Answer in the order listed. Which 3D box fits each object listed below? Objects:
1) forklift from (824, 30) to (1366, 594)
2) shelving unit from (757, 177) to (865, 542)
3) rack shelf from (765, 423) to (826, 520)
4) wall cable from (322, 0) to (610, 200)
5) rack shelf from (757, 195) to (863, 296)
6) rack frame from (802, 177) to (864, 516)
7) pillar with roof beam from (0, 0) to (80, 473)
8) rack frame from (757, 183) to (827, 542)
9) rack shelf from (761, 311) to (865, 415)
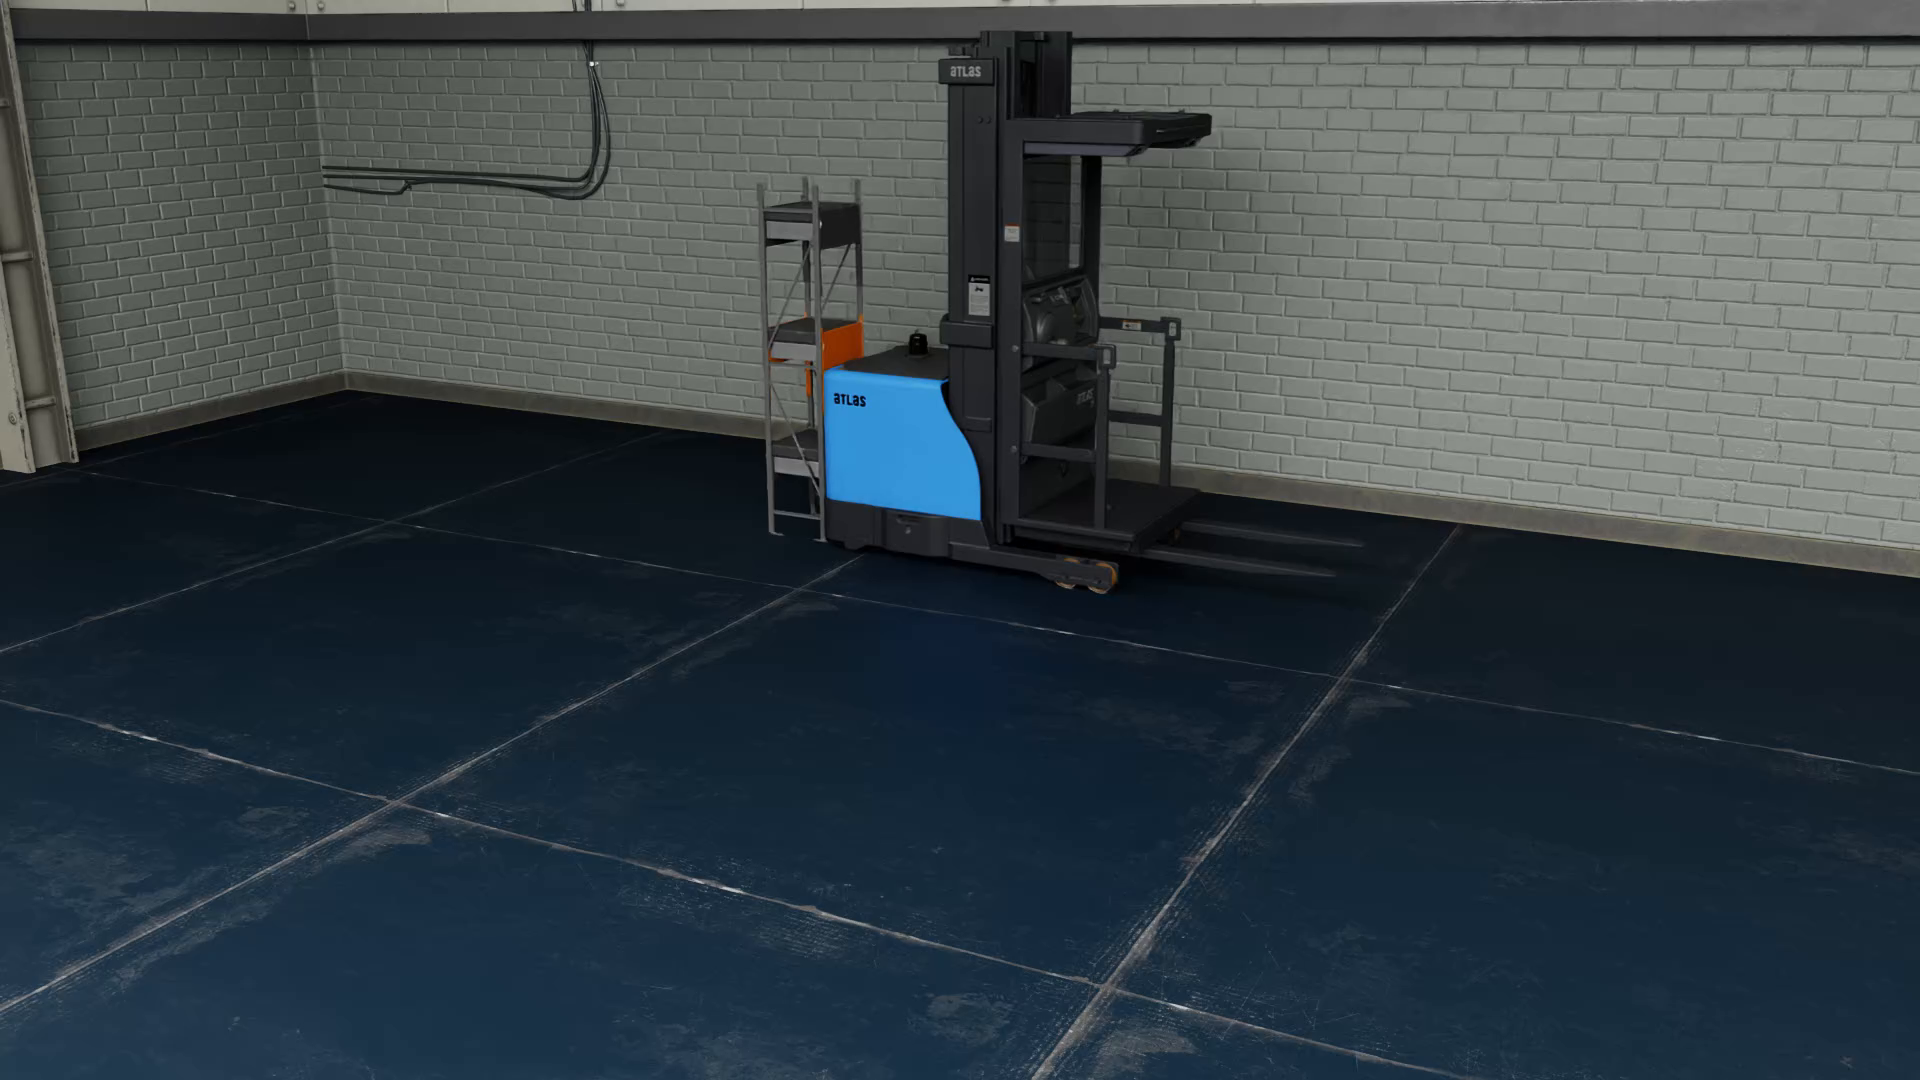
[{"bbox_3d":[0.747,-1.286,9.206,3.031,2.935,1.130,8,18,26],"label":"forklift"},{"bbox_3d":[-0.875,-1.082,9.978,0.431,2.100,0.503,8,18,25],"label":"shelving unit"},{"bbox_3d":[-0.875,-0.397,10.181,0.431,0.518,0.480,8,18,25],"label":"rack shelf"},{"bbox_3d":[-4.037,-3.942,12.944,3.097,2.526,0.112,8,18,25],"label":"wall cable"},{"bbox_3d":[-0.875,-1.740,9.783,0.431,0.518,0.480,8,18,25],"label":"rack shelf"},{"bbox_3d":[-0.767,-1.144,10.188,0.400,2.100,0.015,8,18,25],"label":"rack frame"},{"bbox_3d":[-2.686,-4.300,8.698,9.100,9.000,0.400,8,18,25],"label":"pillar with roof beam"},{"bbox_3d":[-0.983,-1.019,9.768,0.400,2.100,0.015,8,18,25],"label":"rack frame"},{"bbox_3d":[-0.875,-1.069,9.982,0.431,0.518,0.480,8,18,25],"label":"rack shelf"}]
